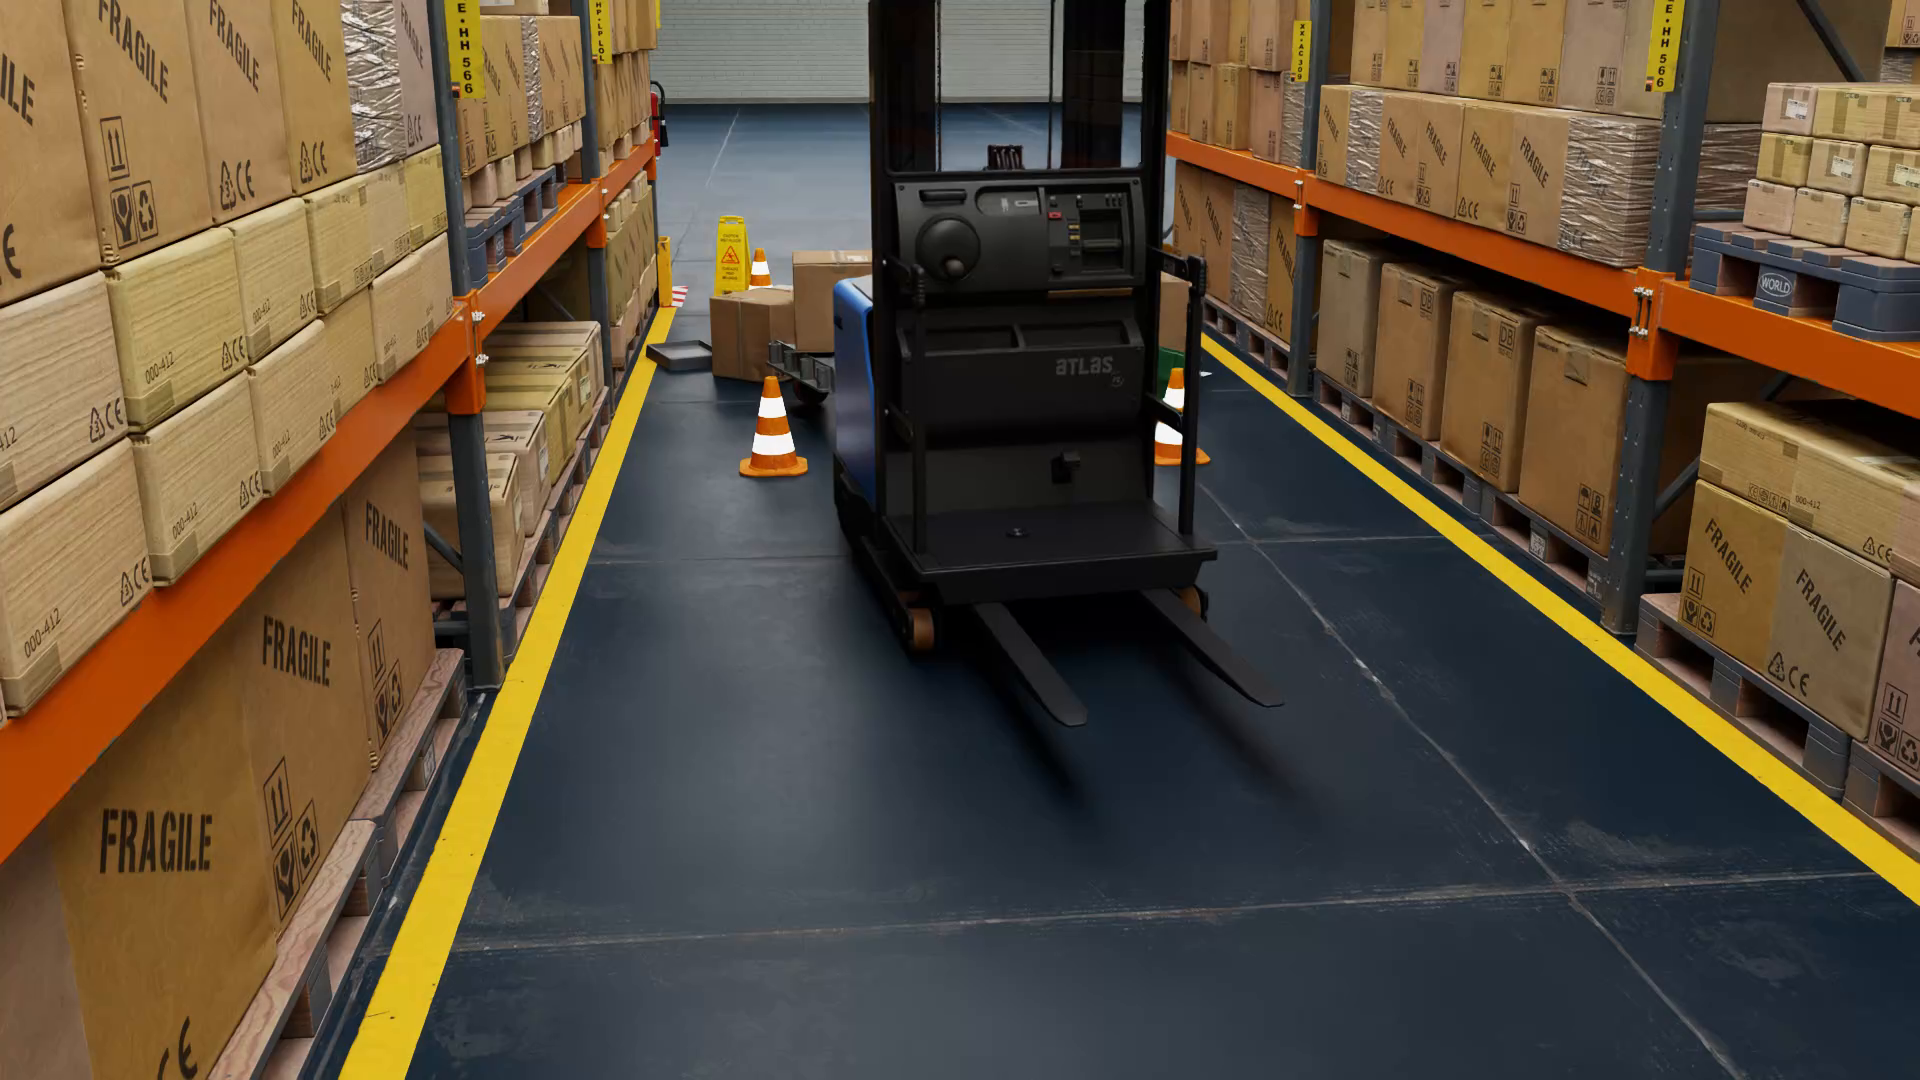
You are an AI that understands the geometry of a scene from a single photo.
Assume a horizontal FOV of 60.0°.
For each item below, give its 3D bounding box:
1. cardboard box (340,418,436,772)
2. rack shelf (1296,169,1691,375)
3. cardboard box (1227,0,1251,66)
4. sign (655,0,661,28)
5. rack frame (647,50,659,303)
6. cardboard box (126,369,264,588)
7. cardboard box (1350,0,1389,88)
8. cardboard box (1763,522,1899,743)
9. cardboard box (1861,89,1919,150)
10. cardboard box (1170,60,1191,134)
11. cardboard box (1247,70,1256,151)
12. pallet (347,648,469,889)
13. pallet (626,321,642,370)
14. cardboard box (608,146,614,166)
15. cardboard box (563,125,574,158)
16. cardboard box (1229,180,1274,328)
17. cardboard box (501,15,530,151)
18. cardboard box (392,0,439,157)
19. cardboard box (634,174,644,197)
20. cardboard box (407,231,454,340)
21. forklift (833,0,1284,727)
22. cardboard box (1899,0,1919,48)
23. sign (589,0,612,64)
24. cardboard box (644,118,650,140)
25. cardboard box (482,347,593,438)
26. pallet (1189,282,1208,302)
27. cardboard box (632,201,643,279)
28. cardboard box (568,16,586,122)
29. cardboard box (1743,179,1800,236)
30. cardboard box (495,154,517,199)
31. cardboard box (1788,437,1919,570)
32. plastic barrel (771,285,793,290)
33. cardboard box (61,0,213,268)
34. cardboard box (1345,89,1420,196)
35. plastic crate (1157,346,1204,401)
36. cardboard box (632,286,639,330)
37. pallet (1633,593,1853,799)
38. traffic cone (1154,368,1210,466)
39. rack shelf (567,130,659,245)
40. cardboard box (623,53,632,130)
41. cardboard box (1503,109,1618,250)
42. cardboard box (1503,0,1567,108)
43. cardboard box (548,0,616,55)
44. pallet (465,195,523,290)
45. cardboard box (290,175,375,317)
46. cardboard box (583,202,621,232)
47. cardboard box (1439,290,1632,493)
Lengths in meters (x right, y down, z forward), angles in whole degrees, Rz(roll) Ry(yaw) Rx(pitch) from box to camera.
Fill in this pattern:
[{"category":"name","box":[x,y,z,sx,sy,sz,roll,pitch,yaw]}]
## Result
[{"category":"cardboard box","box":[-2.053,0.095,4.711,0.875,0.875,0.875,-2,18,-6]},{"category":"rack shelf","box":[2.666,-1.362,7.708,1.077,0.370,4.000,-2,18,-6]},{"category":"cardboard box","box":[2.302,-3.482,11.207,0.875,0.550,0.500,-2,18,-6]},{"category":"sign","box":[-2.312,-4.024,12.526,0.100,0.325,0.005,-2,18,-6]},{"category":"rack frame","box":[-2.866,-3.310,12.712,1.000,3.000,0.127,-2,18,-6]},{"category":"cardboard box","box":[-1.503,-0.109,2.768,0.500,0.250,0.500,-2,18,-6]},{"category":"cardboard box","box":[2.517,-2.678,8.863,0.700,0.500,0.500,-2,18,-7]},{"category":"cardboard box","box":[2.747,0.251,4.841,0.500,0.500,0.500,-2,17,-5]},{"category":"cardboard box","box":[2.778,-1.177,4.643,0.380,0.149,0.250,-2,18,-6]},{"category":"cardboard box","box":[2.130,-3.455,12.924,0.875,0.550,0.550,-2,18,-6]},{"category":"cardboard box","box":[2.392,-2.810,10.869,0.875,0.550,0.550,-2,18,-6]},{"category":"pallet","box":[-2.035,0.641,4.782,1.003,0.211,1.213,-2,18,-6]},{"category":"pallet","box":[-2.687,-1.351,11.128,1.003,0.211,1.213,-2,18,-6]},{"category":"cardboard box","box":[-2.293,-2.328,10.006,0.380,0.149,0.250,-1,17,-4]},{"category":"cardboard box","box":[-2.054,-1.899,7.936,0.380,0.149,0.250,-2,18,-7]},{"category":"cardboard box","box":[2.367,-1.946,11.213,0.875,0.875,0.875,-2,18,-5]},{"category":"cardboard box","box":[-1.980,-1.770,6.444,0.500,0.500,0.500,-1,17,-5]},{"category":"cardboard box","box":[-1.728,-1.305,4.490,0.500,0.500,0.500,-2,18,-7]},{"category":"cardboard box","box":[-2.397,-2.453,11.536,0.380,0.149,0.250,-1,17,-5]},{"category":"cardboard box","box":[-1.731,-0.712,4.688,0.500,0.250,0.500,-2,18,-8]},{"category":"forklift","box":[0.277,-1.121,5.853,1.130,2.935,3.031,-4,18,-13]},{"category":"cardboard box","box":[6.932,-3.663,11.505,0.500,0.500,0.500,-2,18,-6]},{"category":"sign","box":[-1.902,-2.689,8.800,0.100,0.325,0.005,-2,18,-6]},{"category":"cardboard box","box":[-2.478,-3.013,12.186,0.380,0.149,0.250,-2,18,-6]},{"category":"cardboard box","box":[-2.320,-0.694,8.067,0.950,0.372,0.625,-1,17,-2]},{"category":"pallet","box":[2.207,-1.926,12.961,1.003,0.211,1.213,-2,18,-6]},{"category":"cardboard box","box":[-2.422,-2.019,11.239,0.500,0.500,0.500,-2,18,-7]},{"category":"cardboard box","box":[-2.178,-2.377,8.377,0.500,0.500,0.500,-2,18,-7]},{"category":"cardboard box","box":[2.717,-1.050,5.233,0.380,0.149,0.250,-2,18,-6]},{"category":"cardboard box","box":[-1.876,-1.360,6.220,0.380,0.149,0.250,-2,18,-5]},{"category":"cardboard box","box":[2.755,-0.111,4.742,0.500,0.250,0.500,-2,18,-6]},{"category":"plastic barrel","box":[-1.147,-1.512,11.286,0.512,0.421,0.421,11,21,32]},{"category":"cardboard box","box":[-1.517,-0.699,2.561,0.500,0.500,0.500,-2,18,-7]},{"category":"cardboard box","box":[2.299,-2.033,8.479,0.500,0.500,0.500,-2,18,-5]},{"category":"plastic crate","box":[1.138,-0.998,9.947,0.450,0.188,0.662,18,23,19]},{"category":"cardboard box","box":[-2.370,-1.507,10.860,0.500,0.250,0.500,-2,18,-6]},{"category":"pallet","box":[2.951,0.454,5.379,1.003,0.211,1.213,-2,18,-6]},{"category":"traffic cone","box":[1.096,-0.644,8.457,0.336,0.463,0.334,-2,18,-6]},{"category":"rack shelf","box":[-2.660,-2.371,10.921,1.077,0.370,4.000,-2,18,-6]},{"category":"cardboard box","box":[-2.408,-2.896,10.730,0.500,0.500,0.500,-2,17,-5]},{"category":"cardboard box","box":[2.508,-1.432,6.562,0.500,0.500,0.500,-2,18,-6]},{"category":"cardboard box","box":[2.727,-2.072,6.931,0.700,0.500,0.500,-2,18,-6]},{"category":"cardboard box","box":[-2.283,-2.922,9.145,0.700,0.500,0.500,-2,18,-6]},{"category":"pallet","box":[-2.221,-1.044,5.814,1.213,0.211,1.003,-2,18,-6]},{"category":"cardboard box","box":[-1.609,-0.652,3.662,0.500,0.250,0.500,-2,18,-7]},{"category":"cardboard box","box":[-2.199,-1.897,9.766,0.380,0.149,0.250,-2,17,-5]},{"category":"cardboard box","box":[2.805,-0.681,7.393,1.050,0.750,0.750,-2,17,-5]}]
